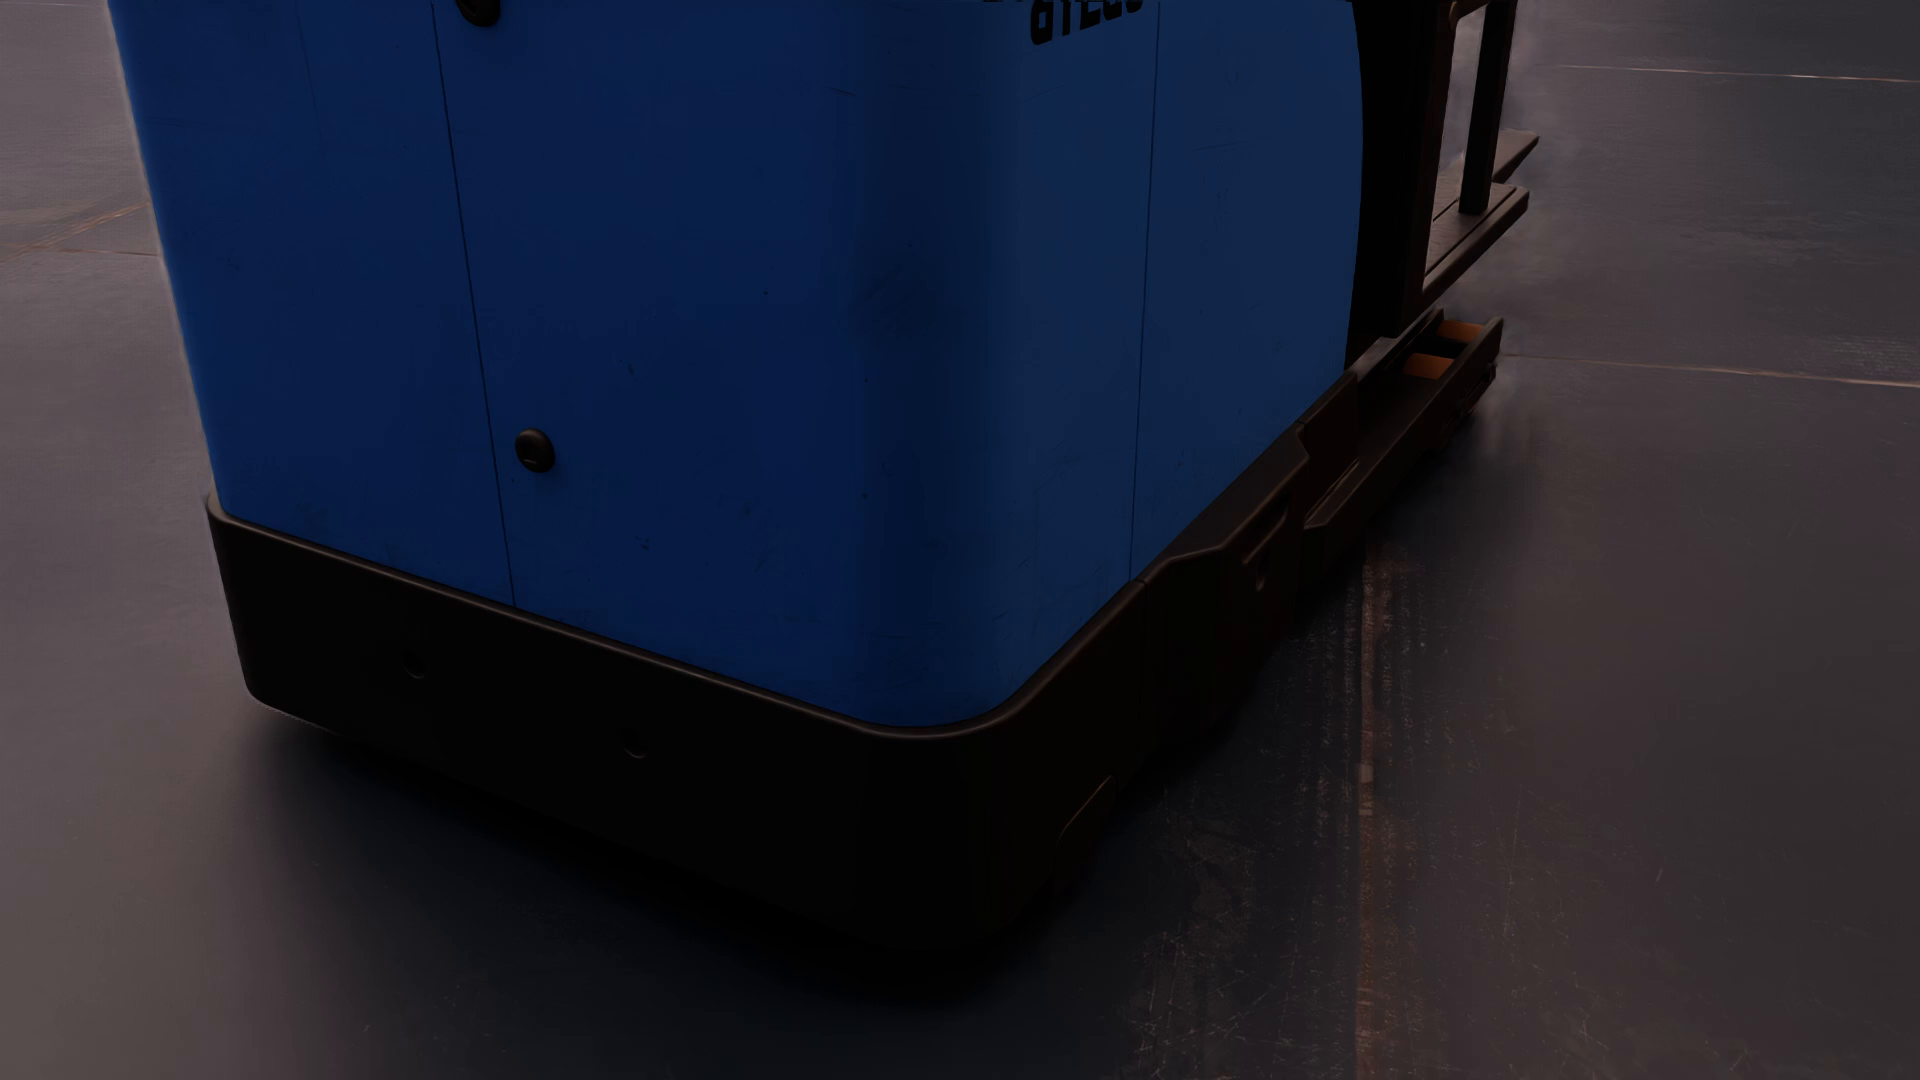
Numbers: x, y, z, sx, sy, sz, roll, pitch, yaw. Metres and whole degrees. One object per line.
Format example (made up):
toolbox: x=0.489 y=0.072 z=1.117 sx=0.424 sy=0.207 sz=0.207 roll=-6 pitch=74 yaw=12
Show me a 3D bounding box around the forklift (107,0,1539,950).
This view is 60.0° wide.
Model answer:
forklift: x=0.303 y=-1.547 z=2.313 sx=1.130 sy=2.935 sz=3.031 roll=15 pitch=30 yaw=26
